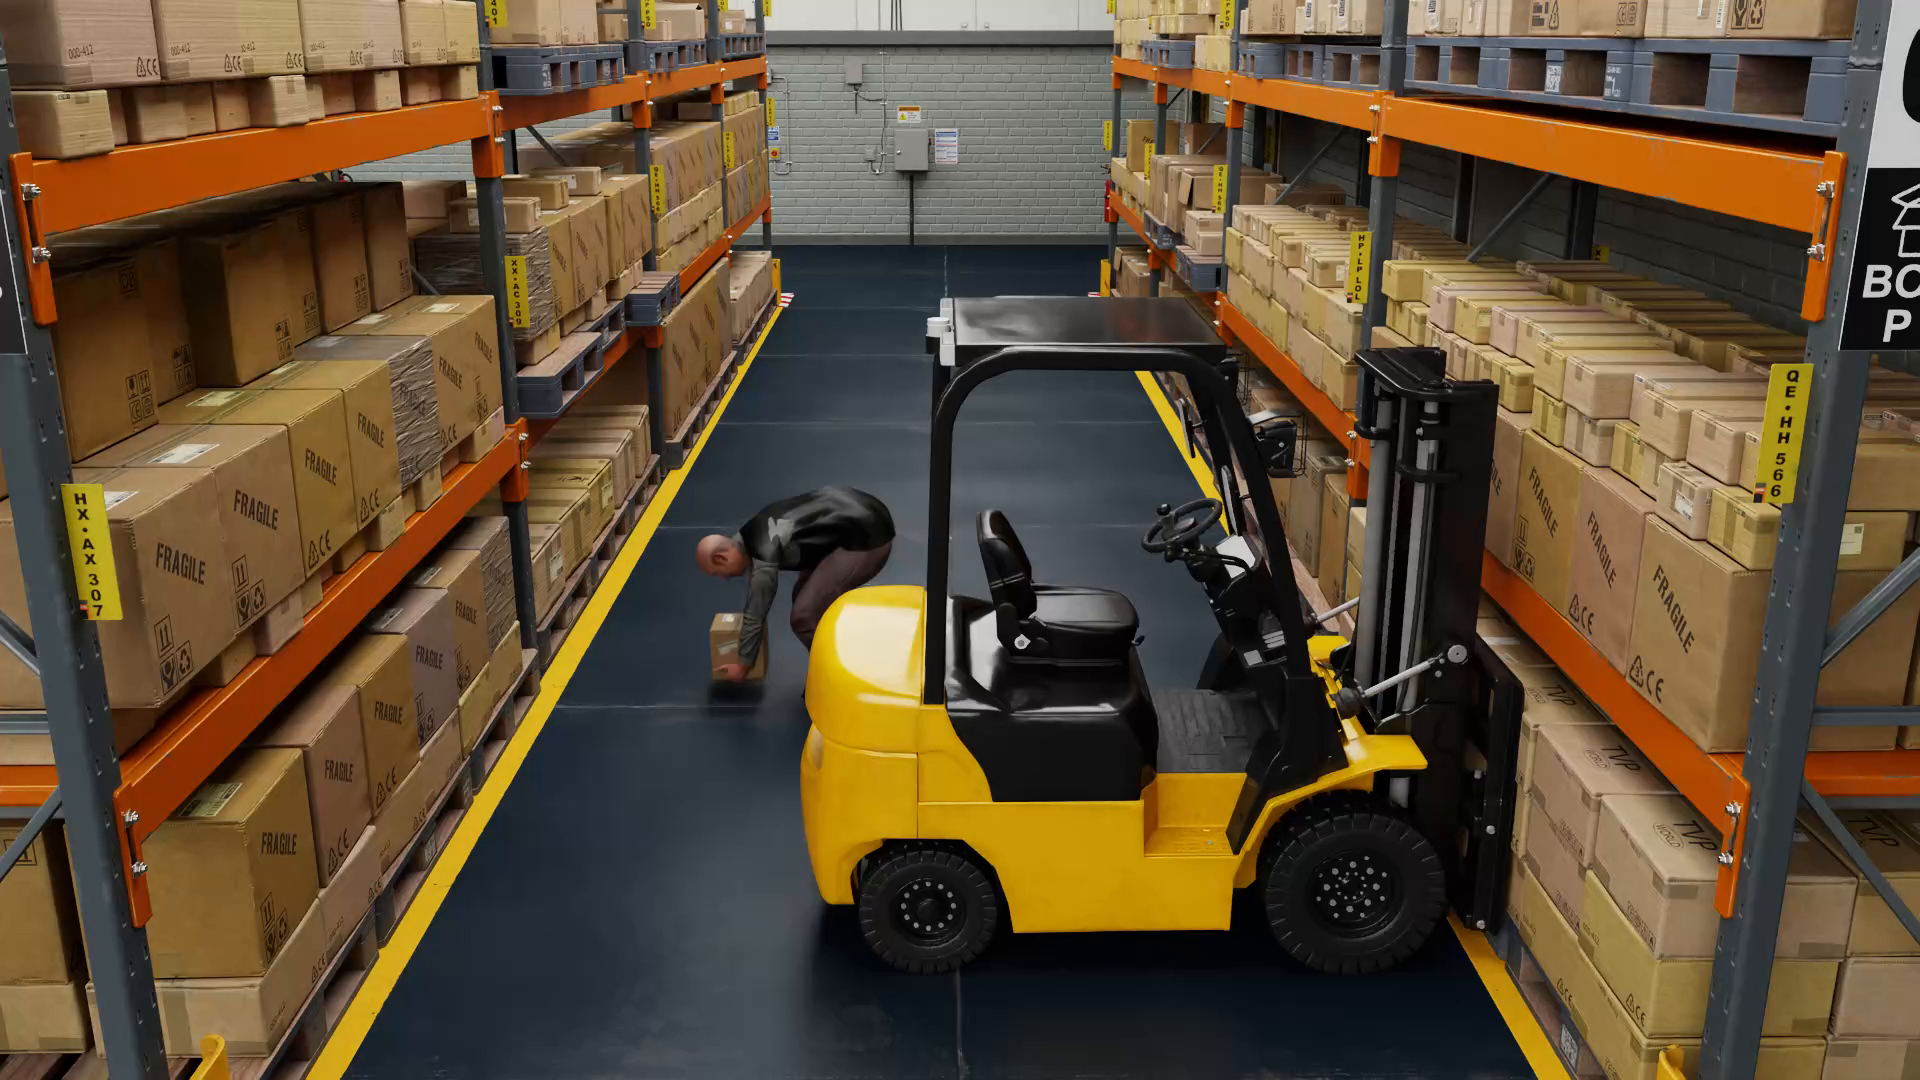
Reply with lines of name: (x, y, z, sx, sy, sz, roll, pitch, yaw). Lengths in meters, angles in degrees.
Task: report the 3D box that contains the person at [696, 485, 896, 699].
person: (-0.781, 0.248, 7.983, 0.948, 1.014, 0.503, -1, 17, -3)
